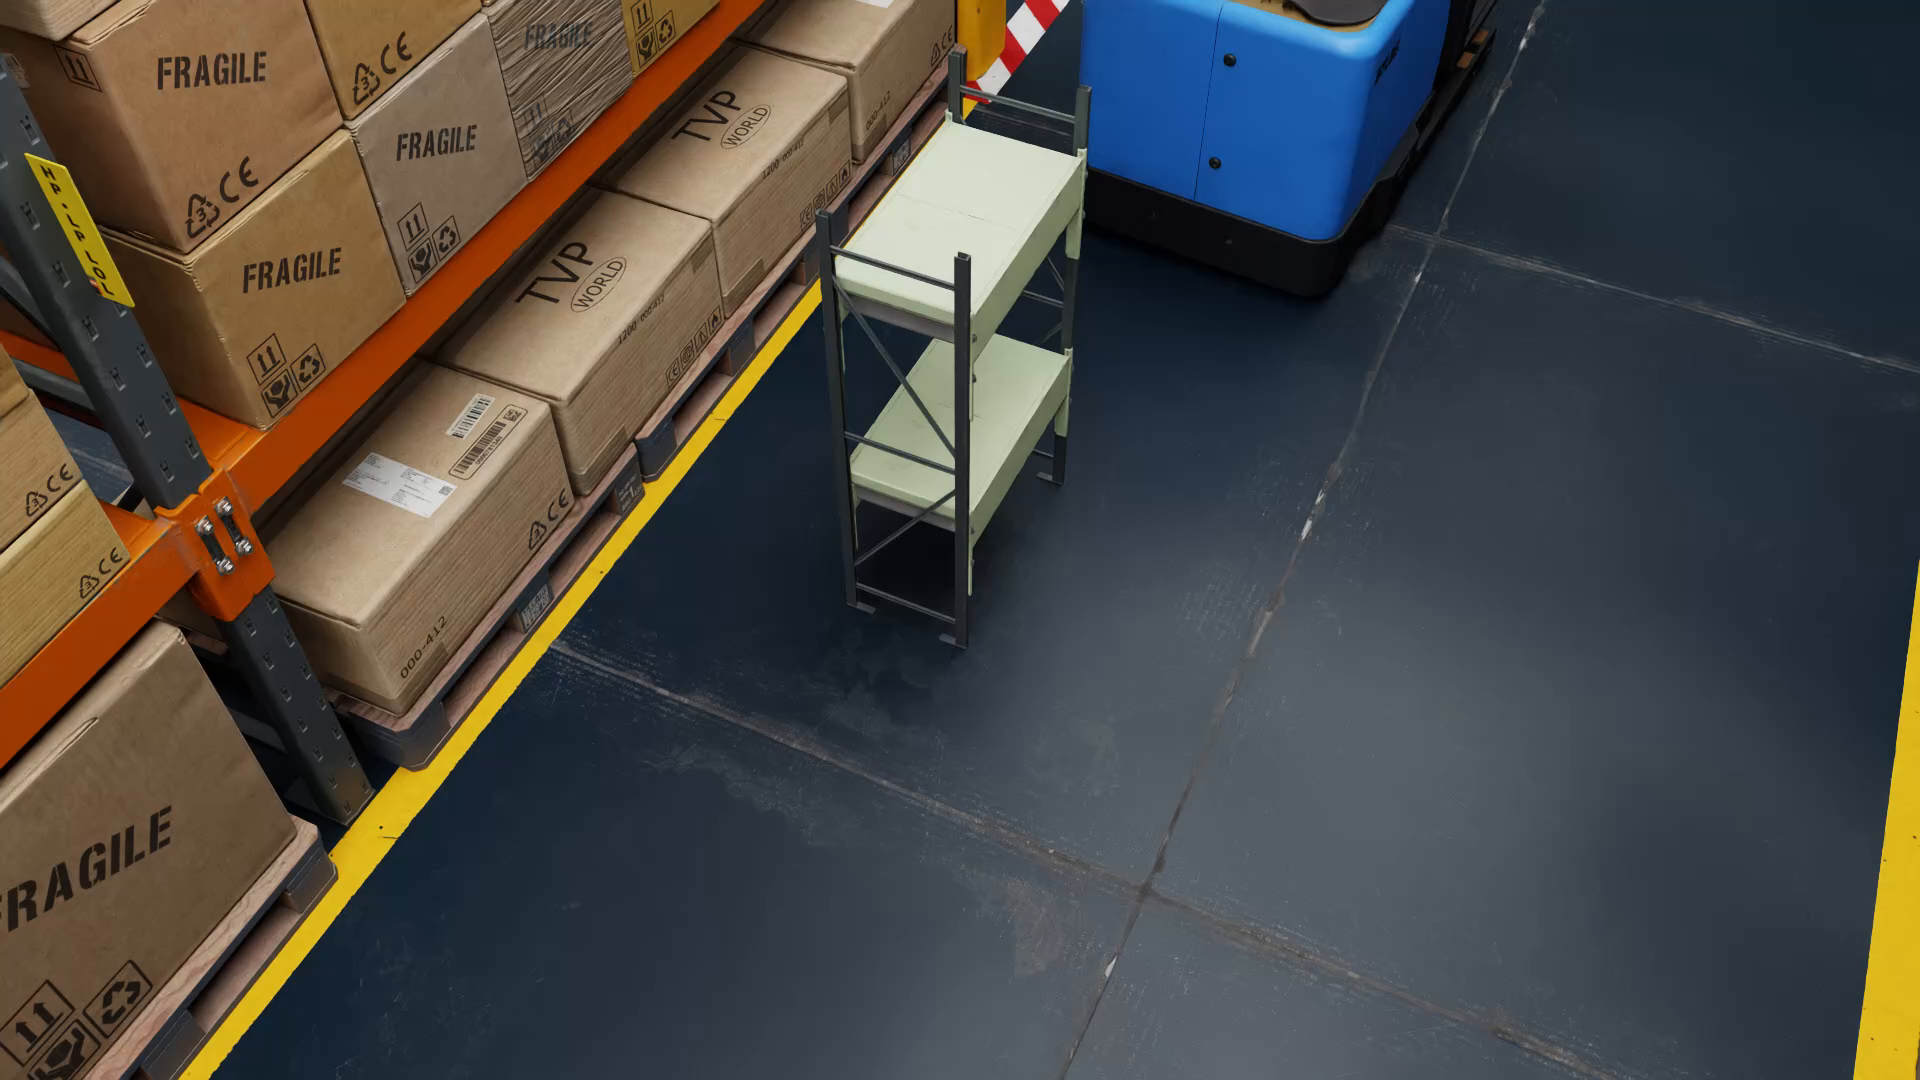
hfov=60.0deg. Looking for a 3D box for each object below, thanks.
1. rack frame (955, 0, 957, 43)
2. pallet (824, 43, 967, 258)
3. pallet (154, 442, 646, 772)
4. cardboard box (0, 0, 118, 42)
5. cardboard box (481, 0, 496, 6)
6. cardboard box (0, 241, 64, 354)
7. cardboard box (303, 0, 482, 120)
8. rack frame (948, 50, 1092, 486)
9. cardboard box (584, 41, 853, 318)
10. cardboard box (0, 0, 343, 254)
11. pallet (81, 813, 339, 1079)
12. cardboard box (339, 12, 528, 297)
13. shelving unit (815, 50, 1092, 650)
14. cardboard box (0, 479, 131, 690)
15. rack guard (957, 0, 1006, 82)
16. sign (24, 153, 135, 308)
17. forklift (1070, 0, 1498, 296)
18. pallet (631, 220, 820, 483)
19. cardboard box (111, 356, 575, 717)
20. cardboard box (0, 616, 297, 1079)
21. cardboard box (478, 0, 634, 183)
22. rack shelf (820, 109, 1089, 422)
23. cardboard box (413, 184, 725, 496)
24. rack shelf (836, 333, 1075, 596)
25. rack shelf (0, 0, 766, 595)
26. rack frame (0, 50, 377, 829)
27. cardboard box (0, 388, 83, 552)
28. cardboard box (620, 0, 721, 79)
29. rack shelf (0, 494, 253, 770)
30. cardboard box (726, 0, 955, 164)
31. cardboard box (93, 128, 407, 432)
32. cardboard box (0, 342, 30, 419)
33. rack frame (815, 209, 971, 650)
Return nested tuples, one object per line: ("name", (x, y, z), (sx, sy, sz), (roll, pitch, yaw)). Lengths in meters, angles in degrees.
("rack frame", (-0.400, -3.138, 5.951), (1.000, 3.000, 0.127), (20, 52, 16))
("pallet", (-0.671, -1.659, 6.523), (1.003, 0.211, 1.213), (20, 52, 16))
("pallet", (-1.713, 0.021, 5.093), (1.003, 0.211, 1.213), (20, 52, 16))
("cardboard box", (-1.739, -1.084, 3.054), (0.380, 0.149, 0.250), (19, 52, 16))
("cardboard box", (-1.236, -1.684, 3.992), (0.500, 0.500, 0.500), (21, 53, 17))
("cardboard box", (-2.142, -0.819, 3.912), (0.500, 0.500, 0.500), (20, 53, 16))
("cardboard box", (-1.465, -1.335, 3.695), (0.500, 0.500, 0.500), (19, 52, 16))
("rack frame", (0.154, -0.733, 4.889), (0.400, 1.500, 0.023), (20, 52, 16))
("cardboard box", (-0.975, -1.324, 5.814), (0.875, 0.438, 0.875), (21, 53, 17))
("cardboard box", (-1.686, -0.990, 3.400), (0.500, 0.500, 0.500), (20, 53, 16))
("pallet", (-2.370, 1.075, 4.196), (1.003, 0.211, 1.213), (20, 52, 16))
("cardboard box", (-1.453, -1.000, 4.065), (0.500, 0.500, 0.500), (20, 53, 16))
("shelving unit", (-0.003, -0.481, 4.675), (0.431, 1.500, 0.755), (20, 52, 16))
("cardboard box", (-2.072, 0.055, 3.332), (0.500, 0.250, 0.500), (19, 52, 15))
("rack guard", (-0.390, -2.345, 6.917), (1.175, 0.500, 0.348), (20, 52, 16))
("sign", (-1.614, -0.564, 3.052), (0.100, 0.325, 0.005), (20, 52, 16))
("forklift", (1.560, -2.938, 5.825), (1.130, 2.935, 3.031), (23, 53, 18))
("pallet", (-1.193, -0.822, 5.811), (1.003, 0.211, 1.213), (20, 52, 16))
("cardboard box", (-1.744, -0.087, 4.761), (0.875, 0.438, 0.875), (19, 52, 16))
("cardboard box", (-2.301, 0.621, 3.871), (0.875, 0.875, 0.875), (21, 53, 17))
("cardboard box", (-1.235, -1.340, 4.355), (0.500, 0.500, 0.500), (20, 53, 16))
("rack shelf", (-0.003, -0.734, 4.378), (0.431, 0.370, 0.720), (20, 52, 16))
("cardboard box", (-1.362, -0.704, 5.286), (0.875, 0.438, 0.875), (18, 52, 15))
("rack shelf", (-0.003, -0.270, 4.923), (0.431, 0.370, 0.720), (20, 52, 16))
("rack shelf", (-1.254, -1.528, 5.053), (1.077, 0.370, 4.000), (20, 52, 16))
("rack frame", (-2.109, -0.384, 3.607), (1.000, 3.000, 0.127), (20, 52, 16))
("cardboard box", (-2.077, -0.115, 3.148), (0.500, 0.250, 0.500), (20, 52, 16))
("cardboard box", (-1.014, -1.695, 4.657), (0.500, 0.500, 0.500), (21, 53, 17))
("rack shelf", (-2.963, 1.226, 2.709), (1.077, 0.370, 4.000), (20, 52, 16))
("cardboard box", (-0.591, -1.957, 6.352), (0.875, 0.438, 0.875), (18, 52, 15))
("cardboard box", (-1.672, -0.654, 3.772), (0.500, 0.500, 0.500), (21, 53, 17))
("cardboard box", (-2.073, -0.351, 2.857), (0.500, 0.500, 0.500), (21, 53, 17))
("rack frame", (-0.159, -0.229, 4.460), (0.400, 1.500, 0.023), (20, 52, 16))
